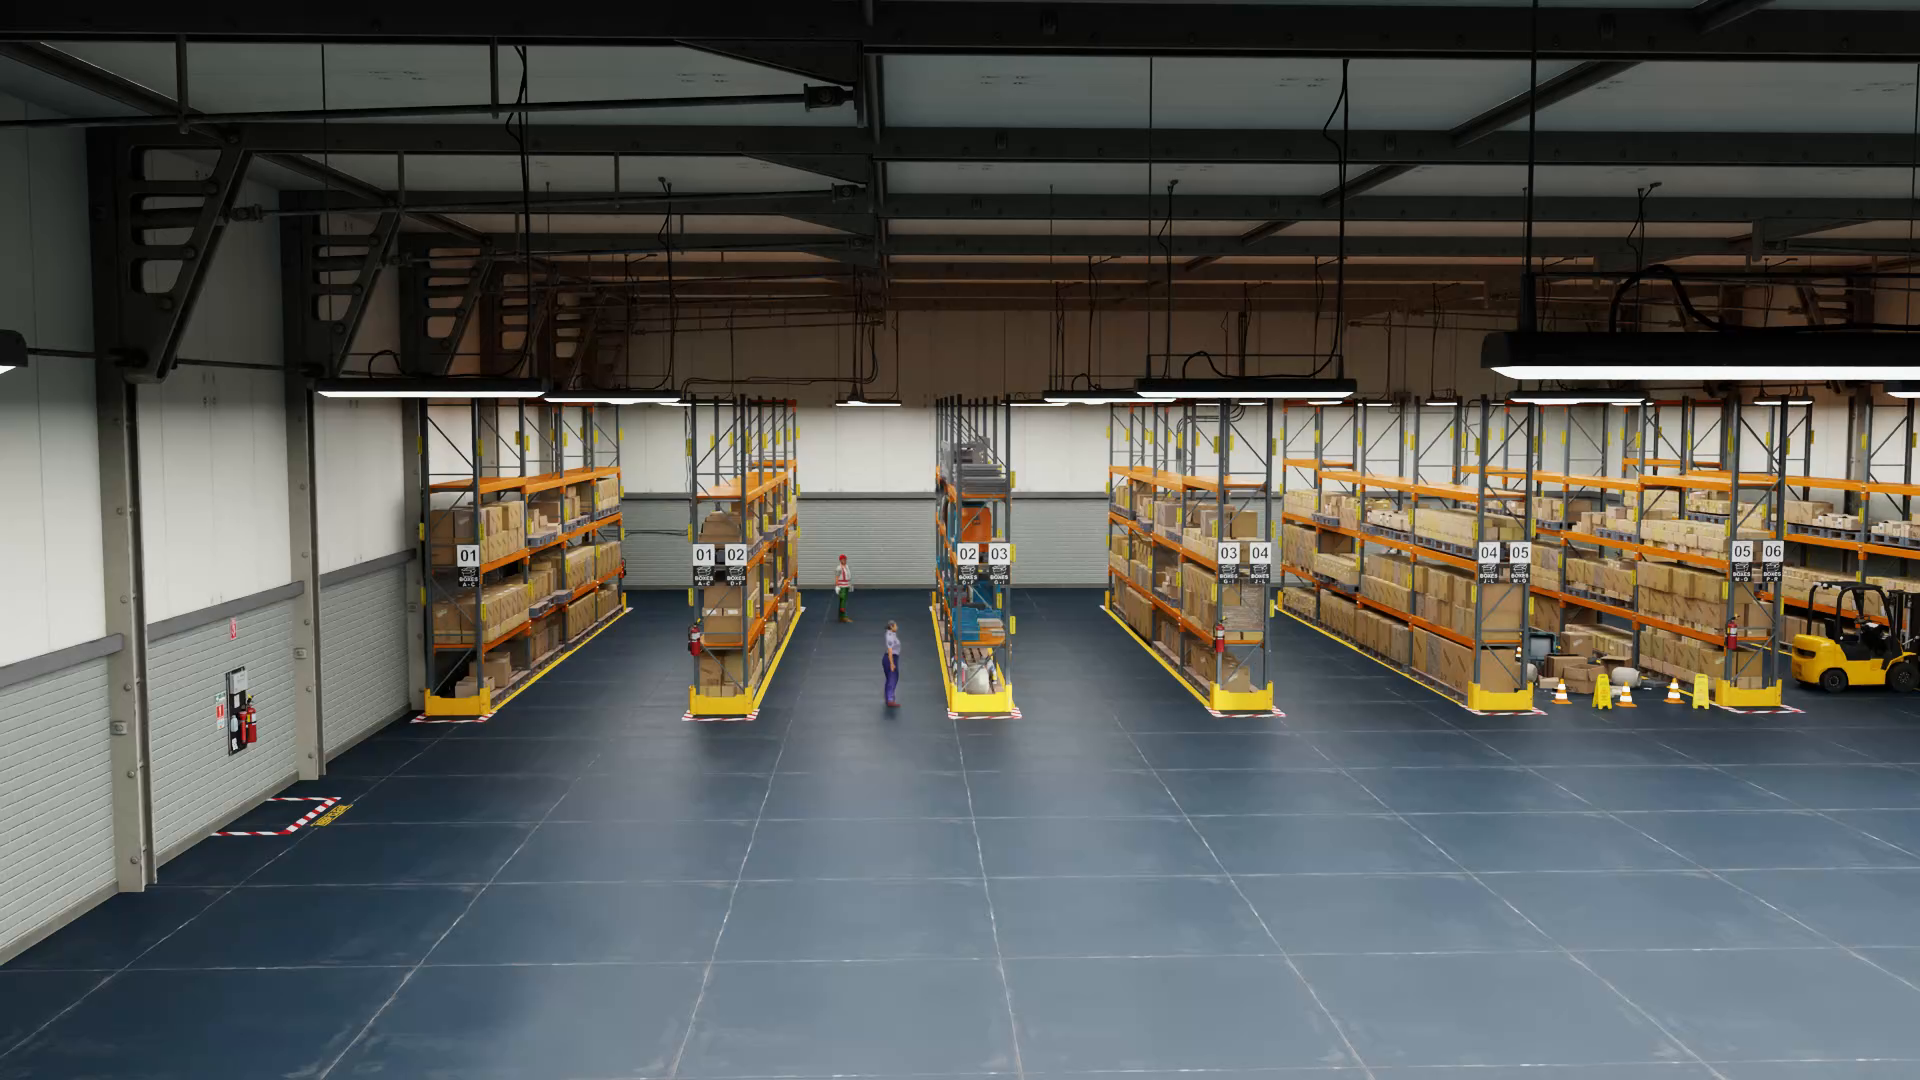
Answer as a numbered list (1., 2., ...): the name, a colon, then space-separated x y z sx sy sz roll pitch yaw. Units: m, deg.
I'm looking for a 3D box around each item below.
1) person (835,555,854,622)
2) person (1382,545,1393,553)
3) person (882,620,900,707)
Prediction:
1. person: -3.083 1.285 44.988 0.523 1.791 0.586 2 5 23
2. person: 13.383 0.810 51.964 0.892 1.630 0.481 -2 5 -22
3. person: -1.337 2.419 32.203 0.354 1.722 0.534 0 5 -2
